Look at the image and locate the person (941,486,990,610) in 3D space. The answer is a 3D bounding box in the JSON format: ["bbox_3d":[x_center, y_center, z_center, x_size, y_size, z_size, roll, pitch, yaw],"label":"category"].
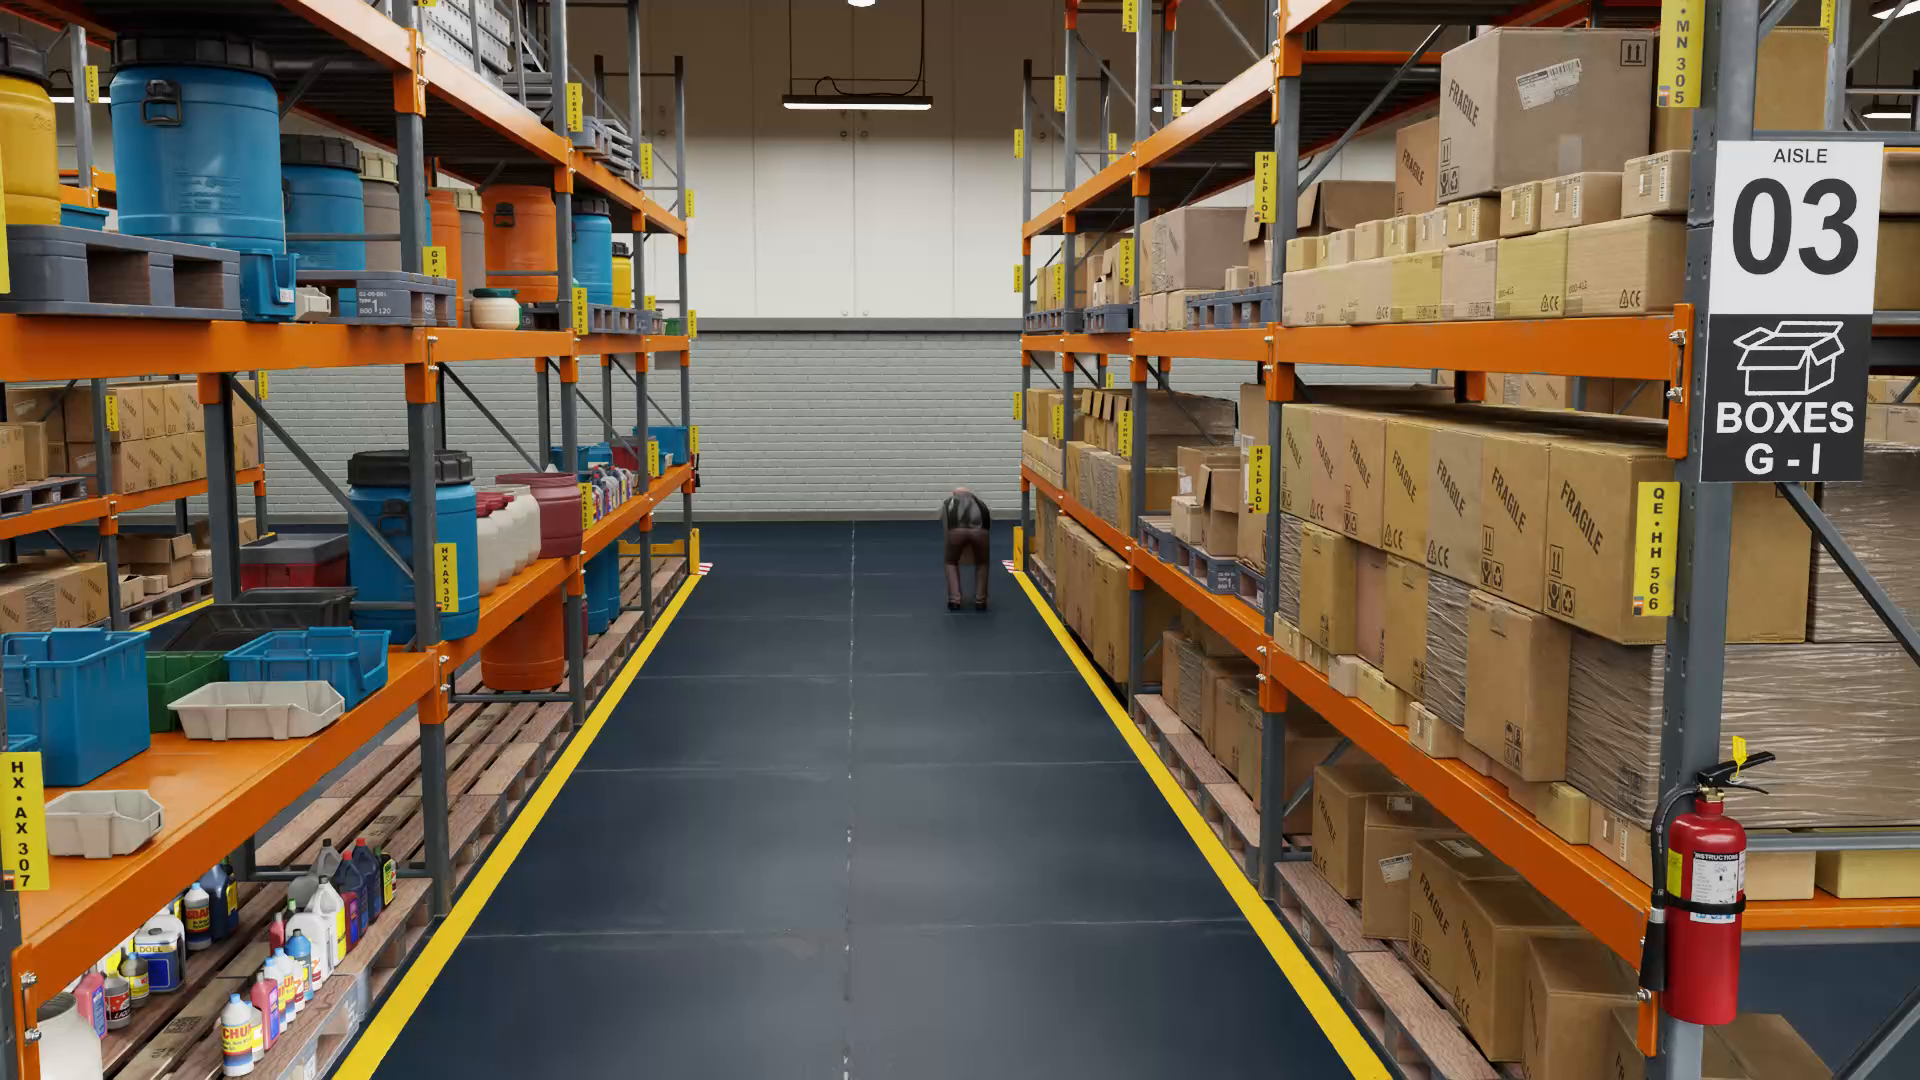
[{"bbox_3d":[0.055,0.077,17.342,0.479,1.216,0.905,-1,7,-6],"label":"person"}]
